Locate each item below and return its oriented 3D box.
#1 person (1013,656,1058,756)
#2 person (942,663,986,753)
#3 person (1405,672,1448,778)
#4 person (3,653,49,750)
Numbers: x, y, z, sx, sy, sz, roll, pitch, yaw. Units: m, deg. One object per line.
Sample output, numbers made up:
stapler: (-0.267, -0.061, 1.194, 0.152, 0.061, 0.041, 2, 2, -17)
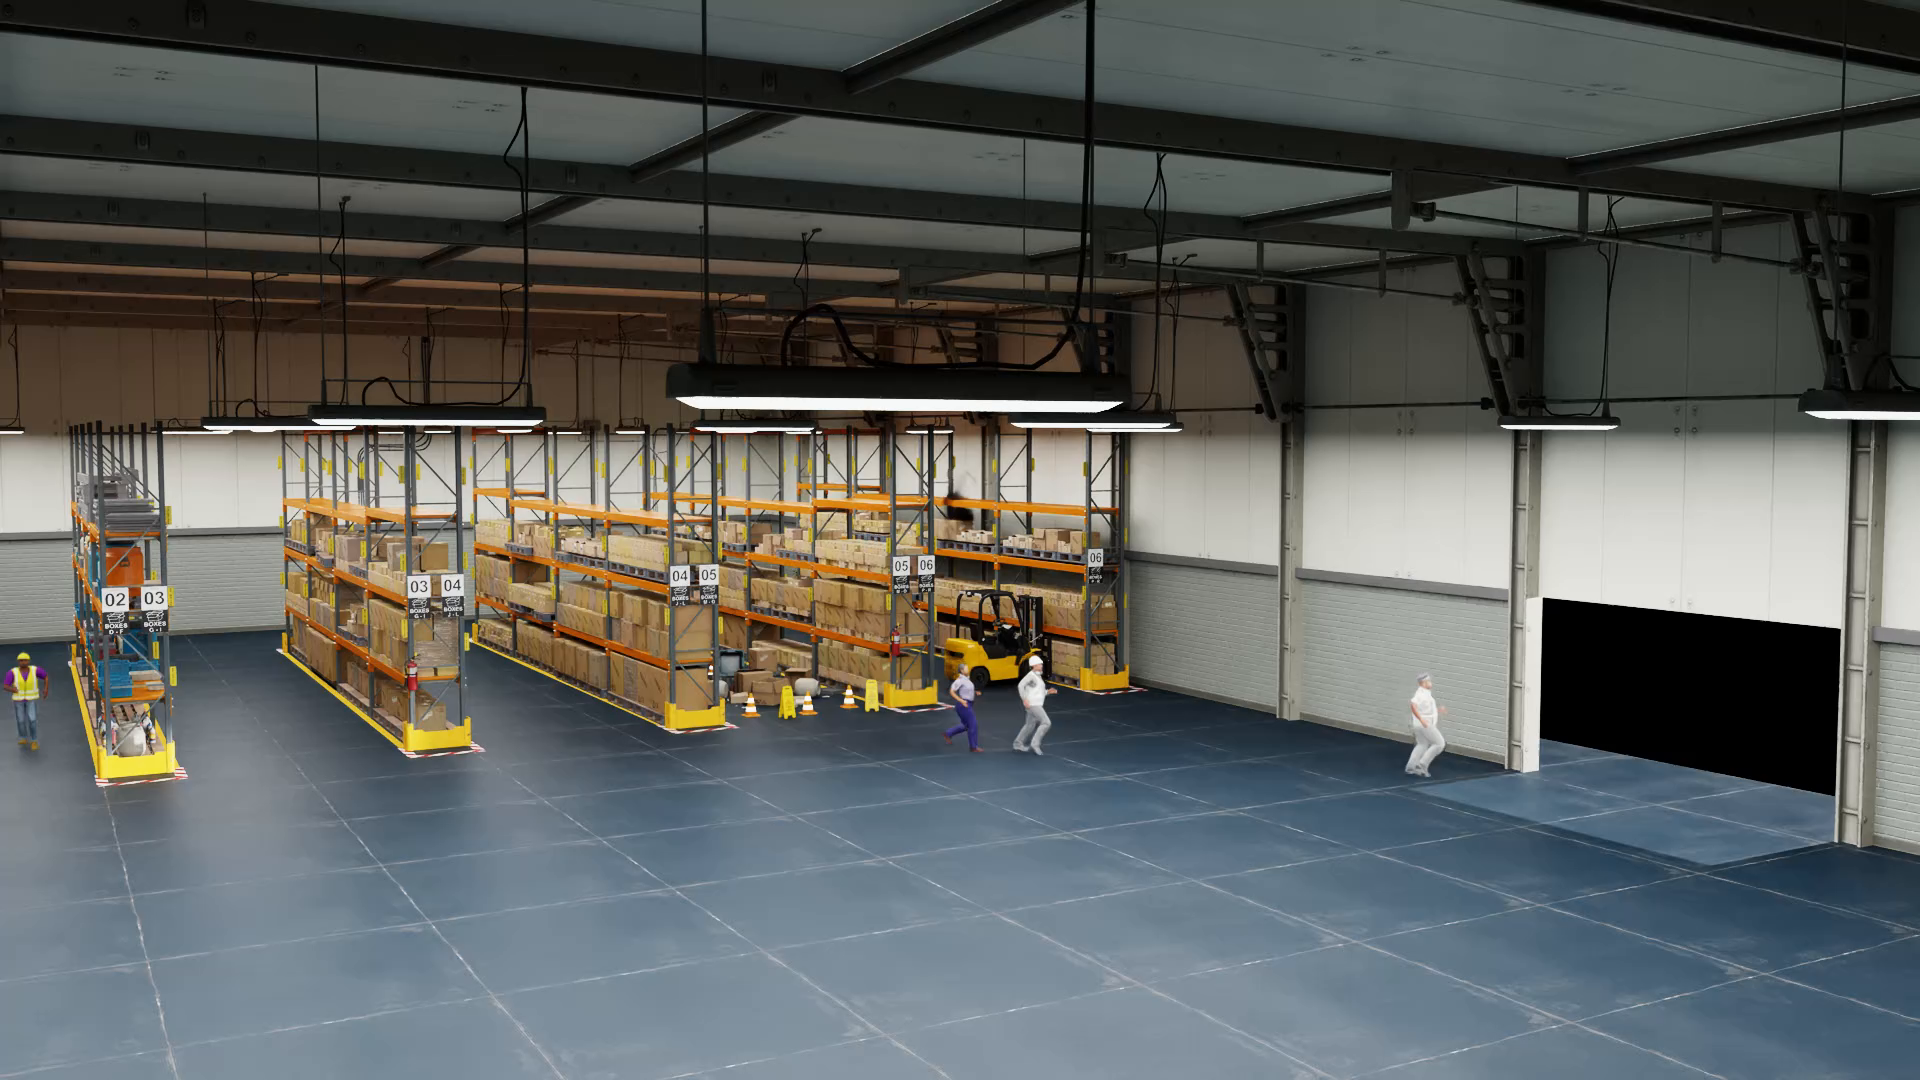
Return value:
person: (1.354, 2.990, 29.967, 0.810, 1.800, 0.620, 1, 4, 9)
person: (0.068, 3.040, 30.219, 0.843, 1.617, 0.619, 1, 4, 13)
person: (7.869, 3.111, 28.014, 0.693, 1.776, 0.641, 0, 4, 8)
person: (-17.124, 2.976, 30.498, 0.726, 1.839, 0.744, -2, 4, -28)
